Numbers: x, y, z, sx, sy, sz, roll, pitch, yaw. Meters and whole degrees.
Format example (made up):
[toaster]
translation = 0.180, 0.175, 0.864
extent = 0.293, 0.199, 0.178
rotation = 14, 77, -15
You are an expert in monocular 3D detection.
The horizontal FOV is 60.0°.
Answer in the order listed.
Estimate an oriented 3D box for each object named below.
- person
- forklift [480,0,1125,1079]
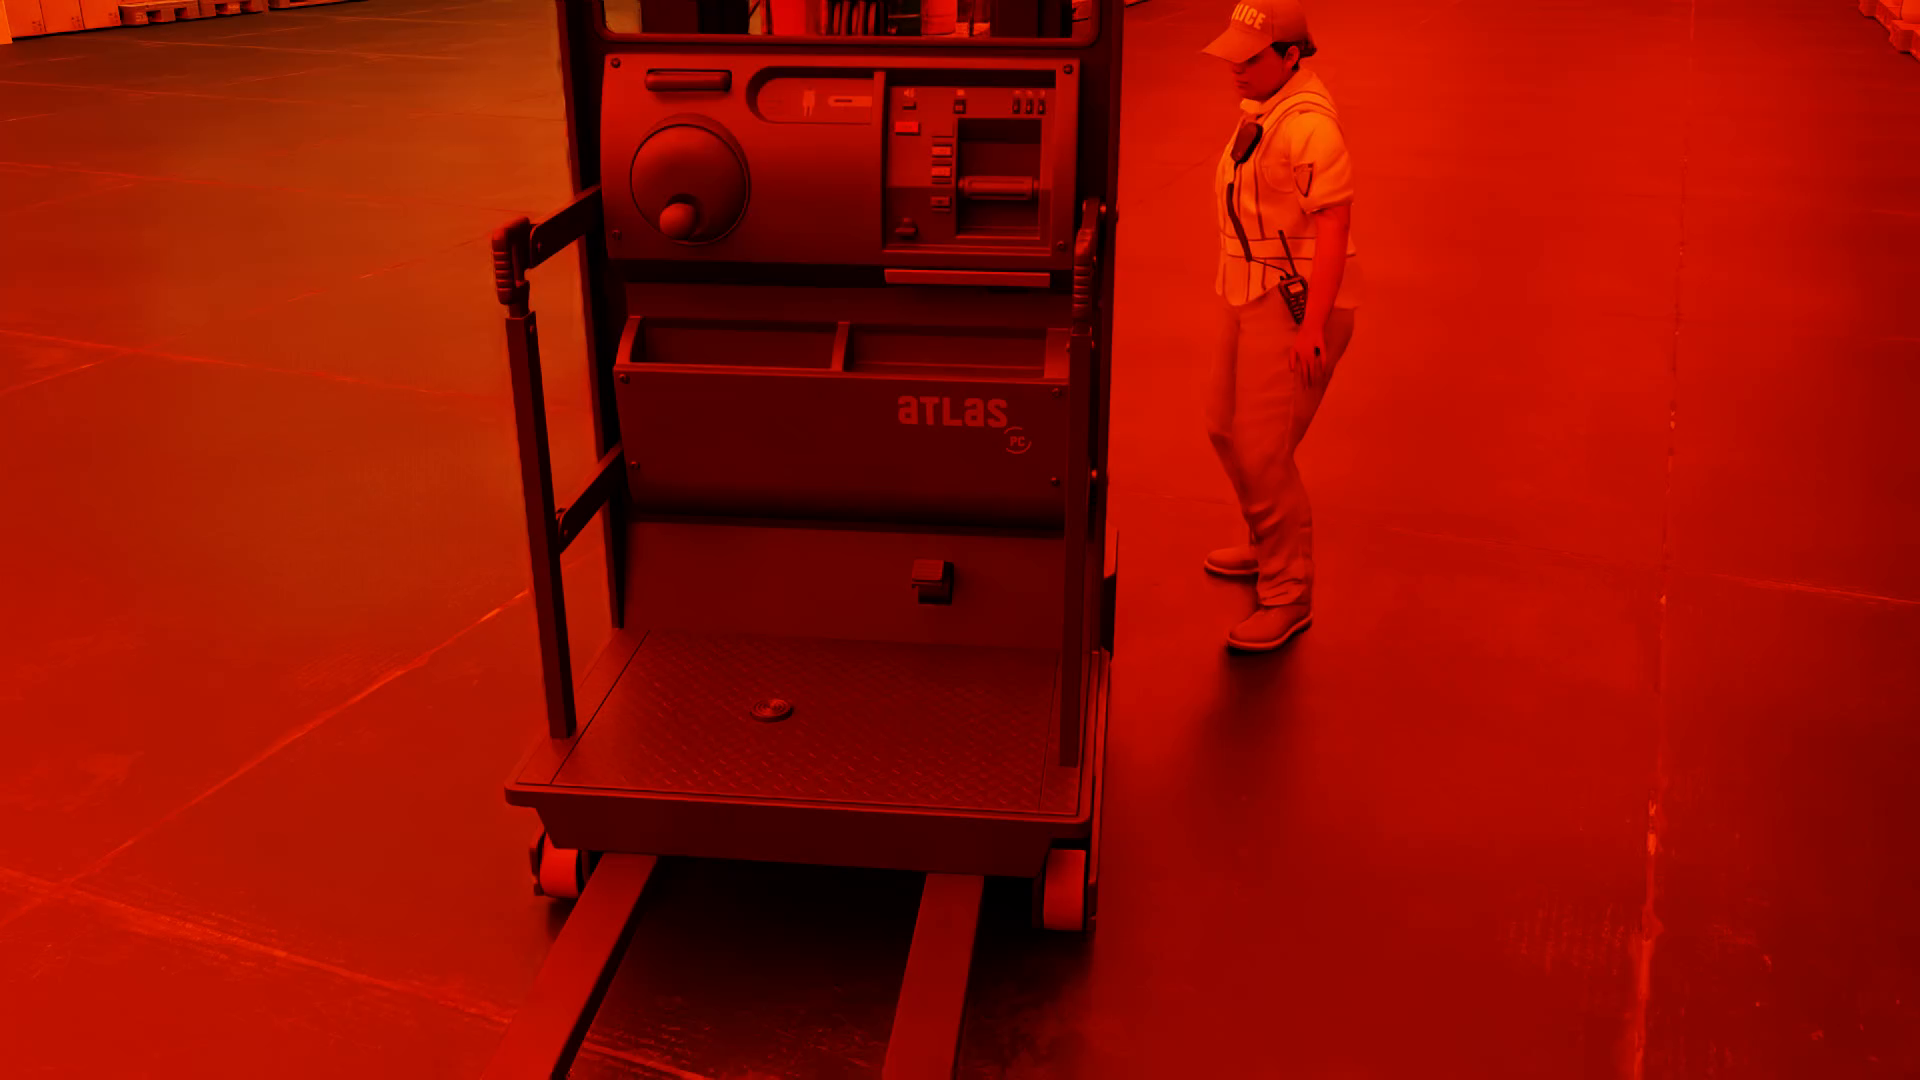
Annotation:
[person]
translation = 0.835, -0.607, 4.436
extent = 0.466, 1.639, 0.796
rotation = -3, 23, -6
[forklift]
translation = -0.257, -0.724, 3.024
extent = 1.130, 2.935, 3.031
rotation = 2, 23, 6
